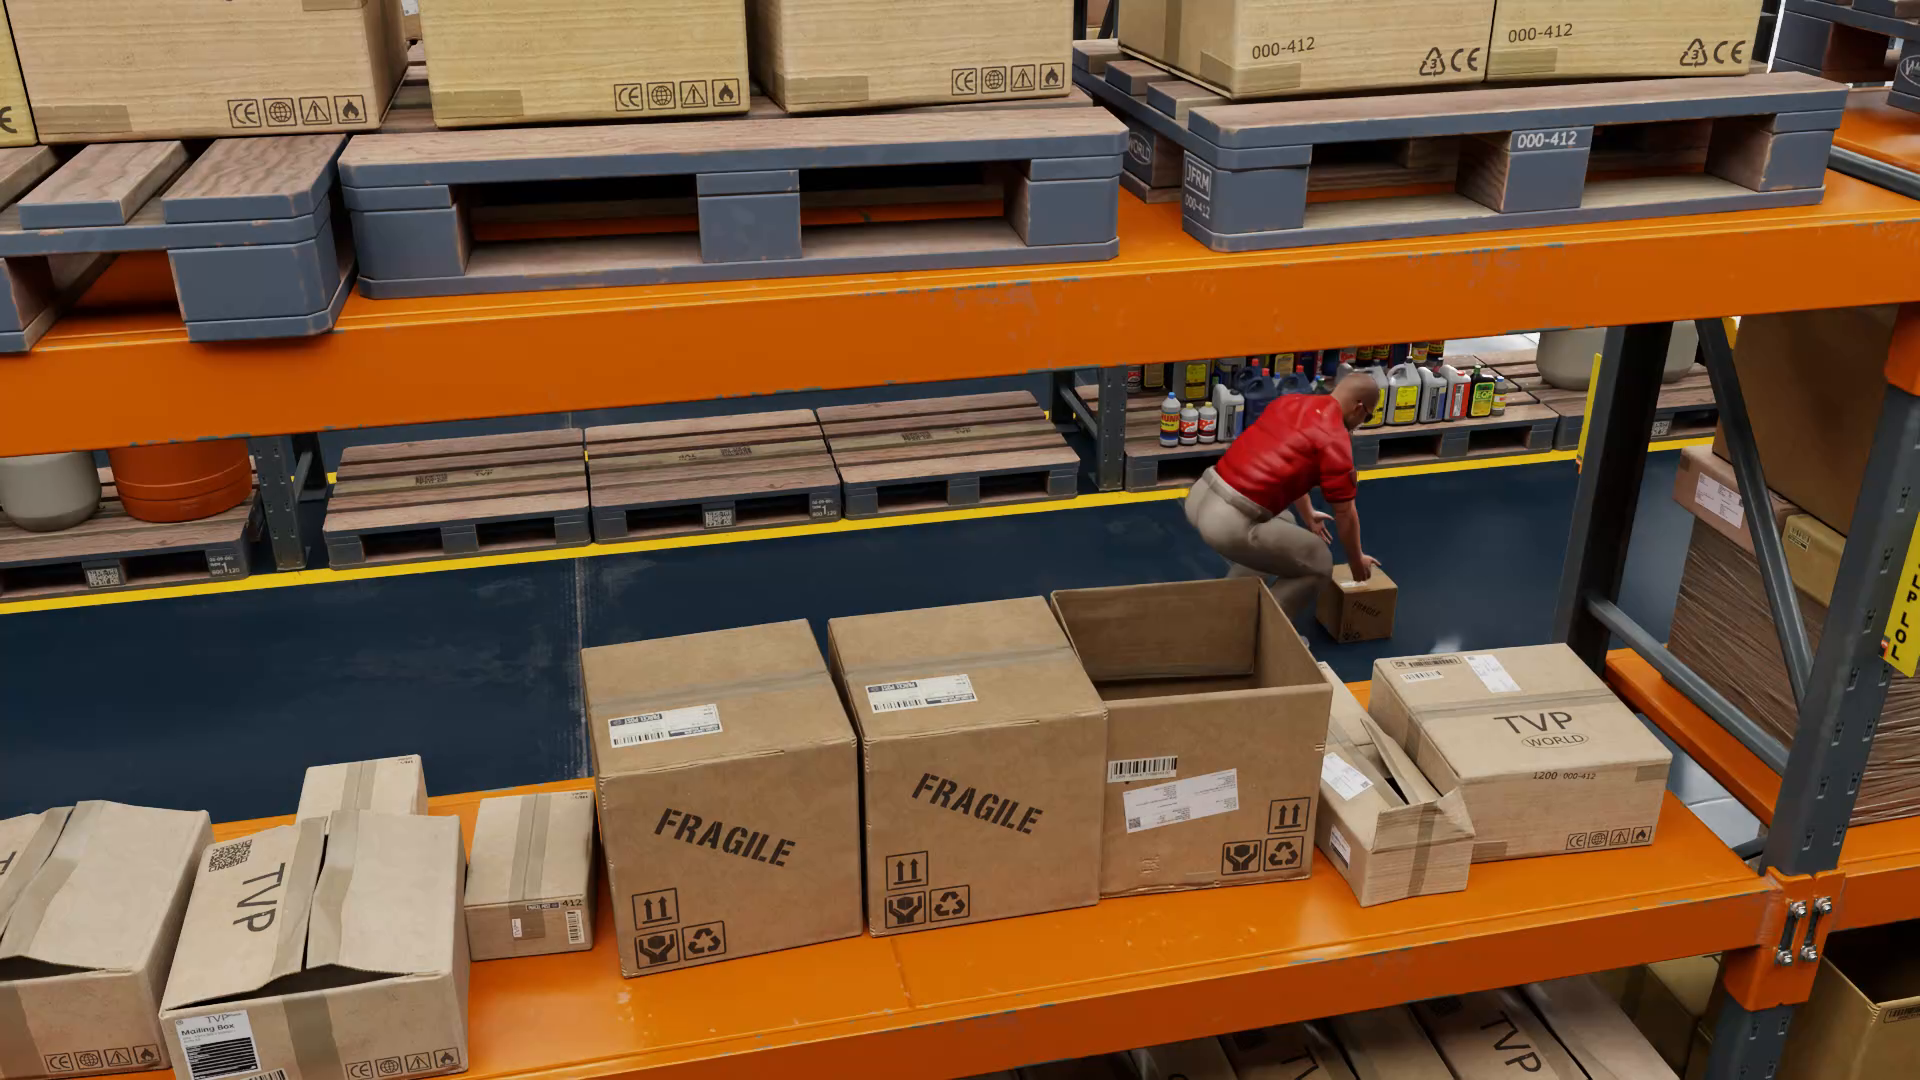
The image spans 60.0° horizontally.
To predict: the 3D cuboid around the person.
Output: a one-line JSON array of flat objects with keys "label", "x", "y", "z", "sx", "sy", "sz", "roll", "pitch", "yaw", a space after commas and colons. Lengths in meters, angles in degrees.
[{"label": "person", "x": 1.414, "y": 0.049, "z": 7.074, "sx": 0.864, "sy": 0.861, "sz": 0.540, "roll": -6, "pitch": 27, "yaw": -12}]
